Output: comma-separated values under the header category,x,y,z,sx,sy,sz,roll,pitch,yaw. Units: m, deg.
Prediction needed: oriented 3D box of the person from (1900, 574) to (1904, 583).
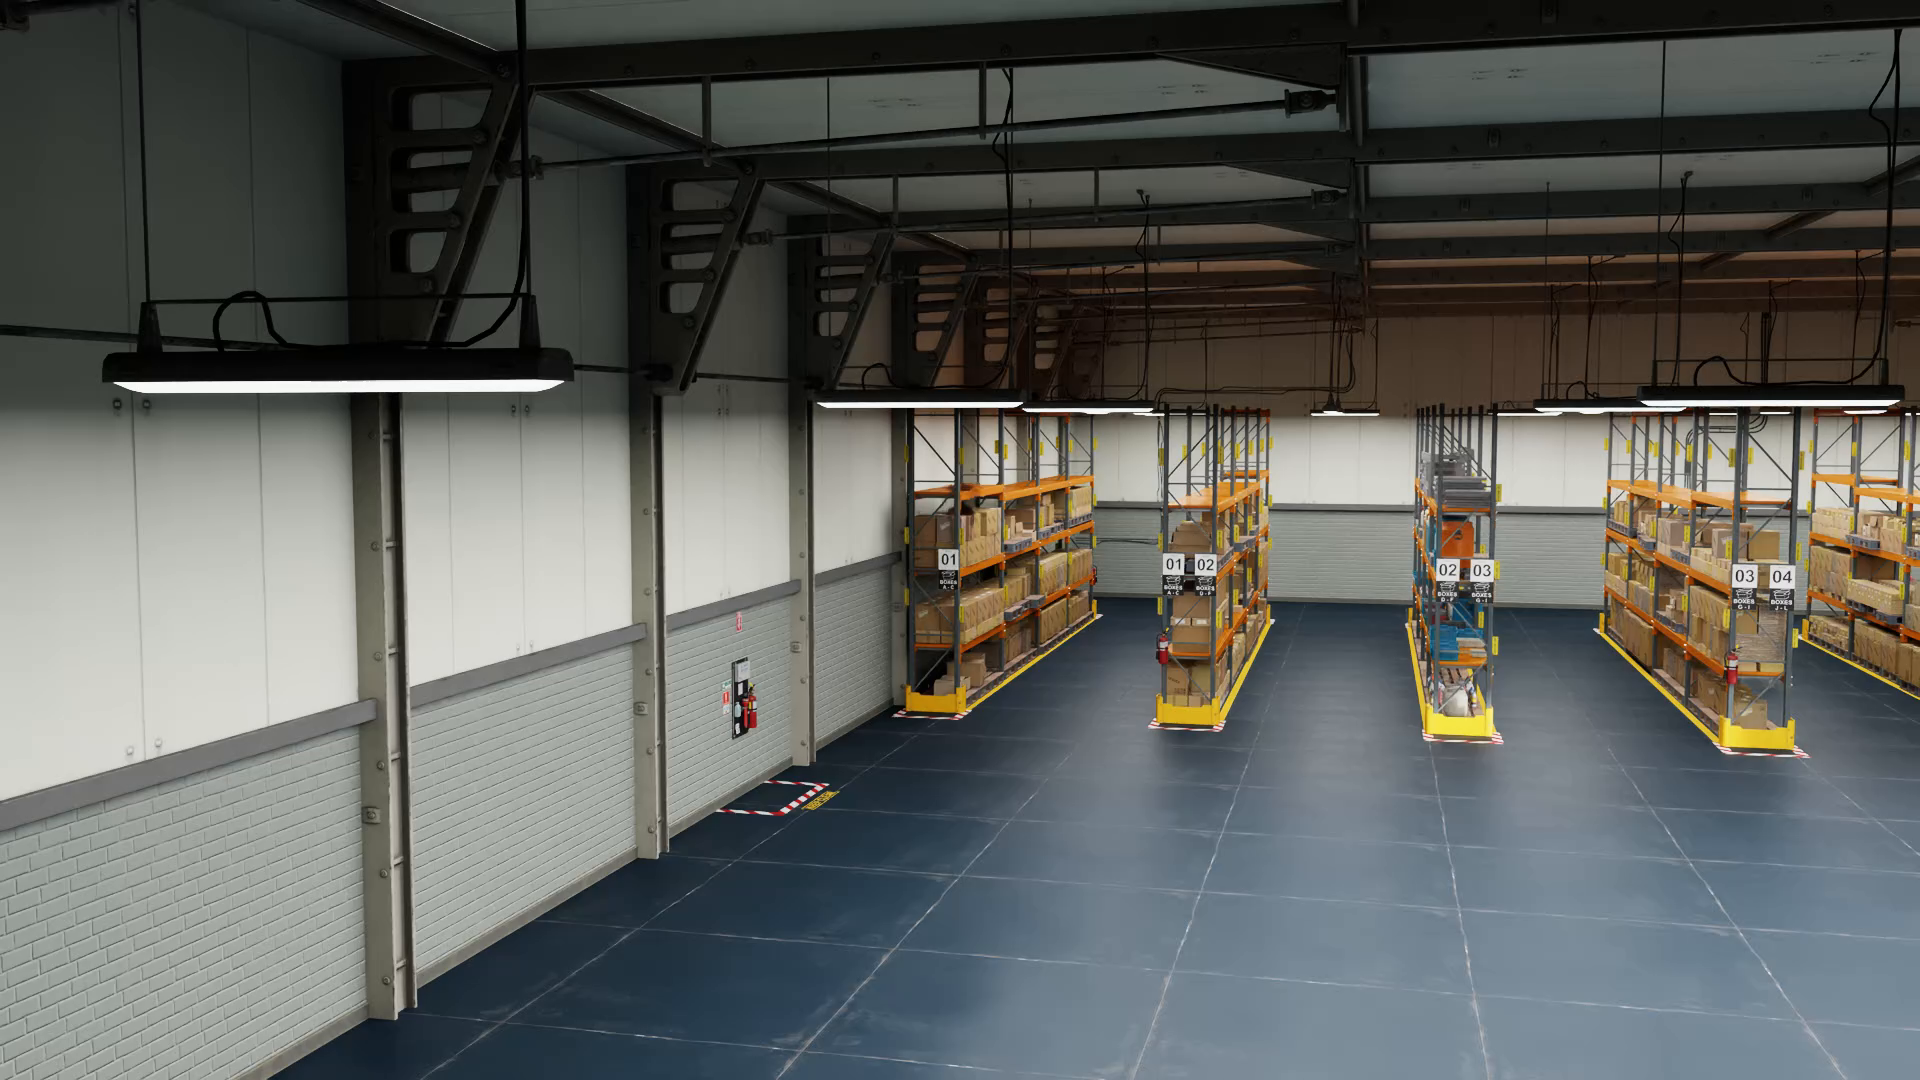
category,x,y,z,sx,sy,sz,roll,pitch,yaw
person,23.976,1.753,42.220,0.384,1.797,0.559,3,5,33

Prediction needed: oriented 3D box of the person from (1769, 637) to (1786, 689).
category,x,y,z,sx,sy,sz,roll,pitch,yaw
person,17.354,2.323,35.399,0.431,1.626,0.865,1,4,9
